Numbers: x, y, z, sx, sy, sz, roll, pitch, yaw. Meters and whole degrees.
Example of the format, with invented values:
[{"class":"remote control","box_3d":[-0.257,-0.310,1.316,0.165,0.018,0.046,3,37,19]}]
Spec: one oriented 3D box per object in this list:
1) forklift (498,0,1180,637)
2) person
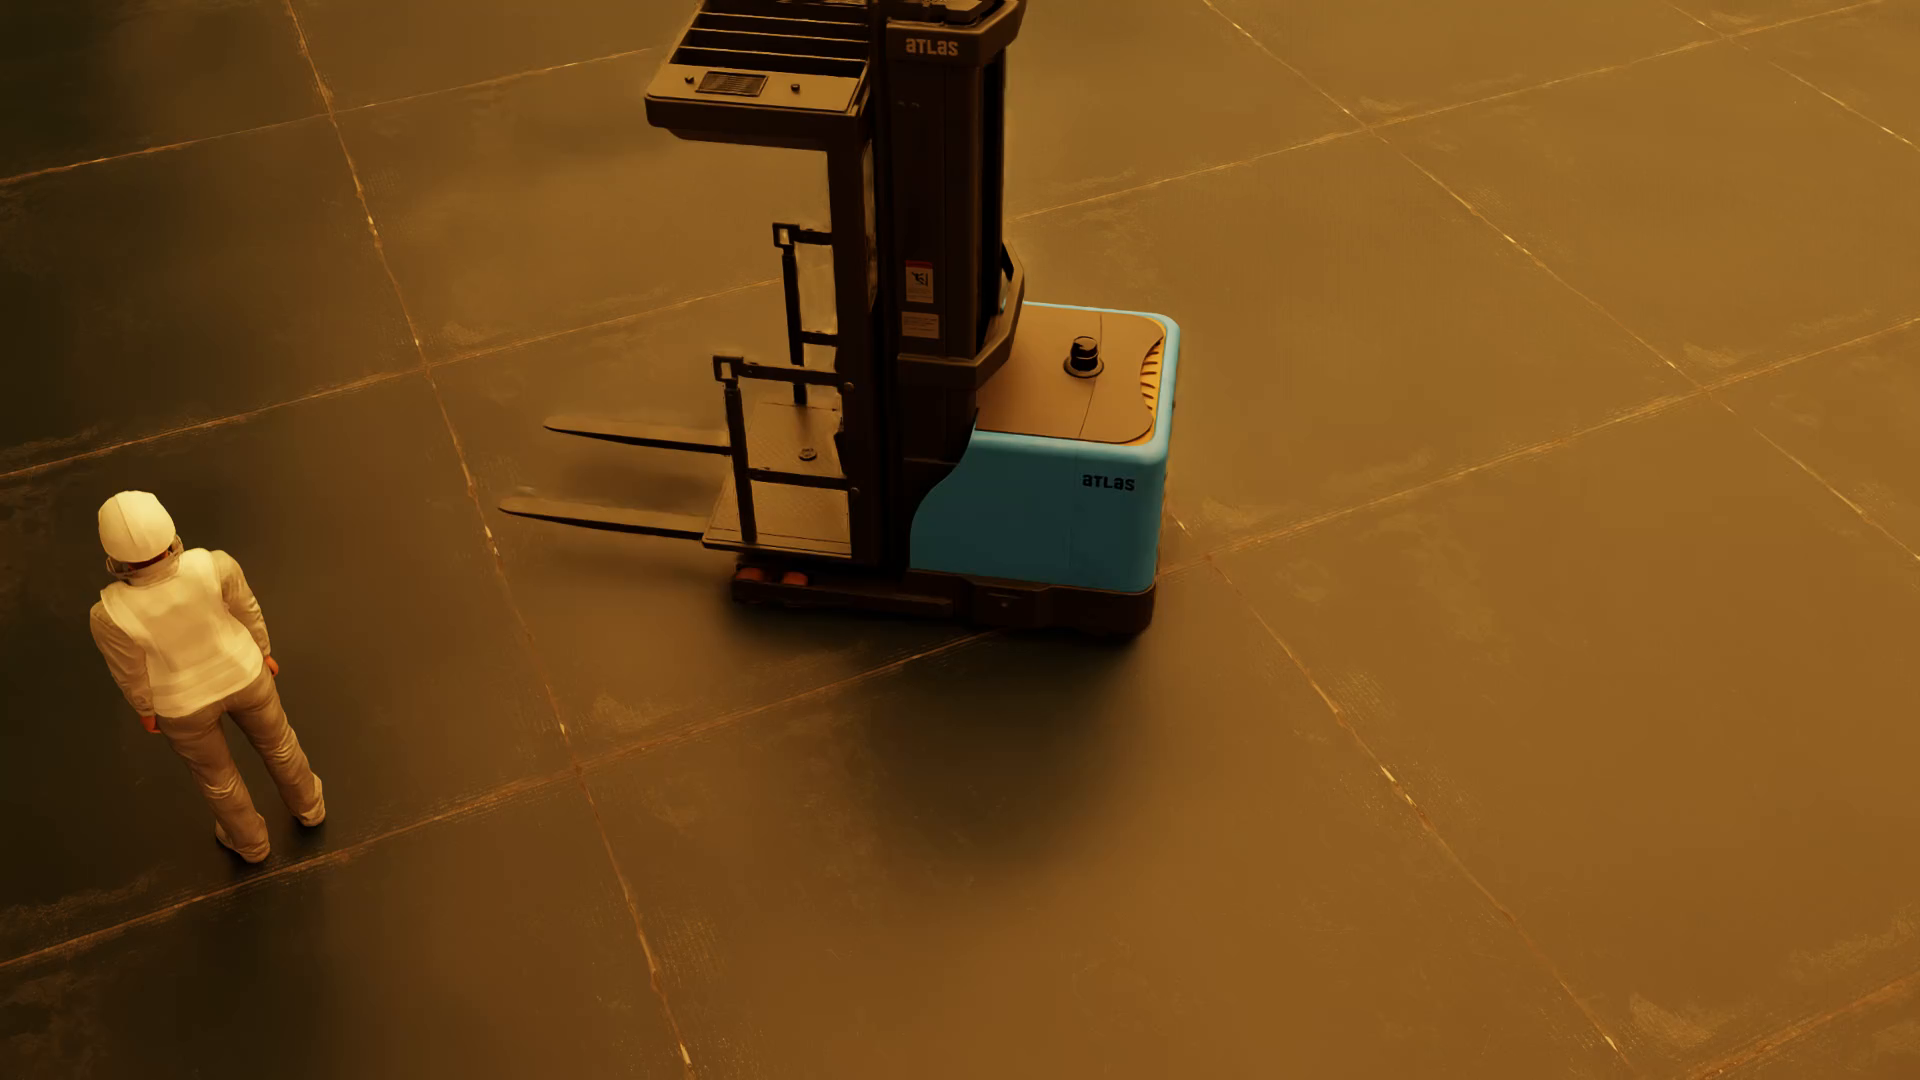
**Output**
[{"class":"forklift","box_3d":[-0.584,-1.115,6.875,3.031,2.935,1.130,6,43,7]},{"class":"person","box_3d":[-2.731,0.499,5.995,0.526,1.777,0.368,-31,51,-29]}]
